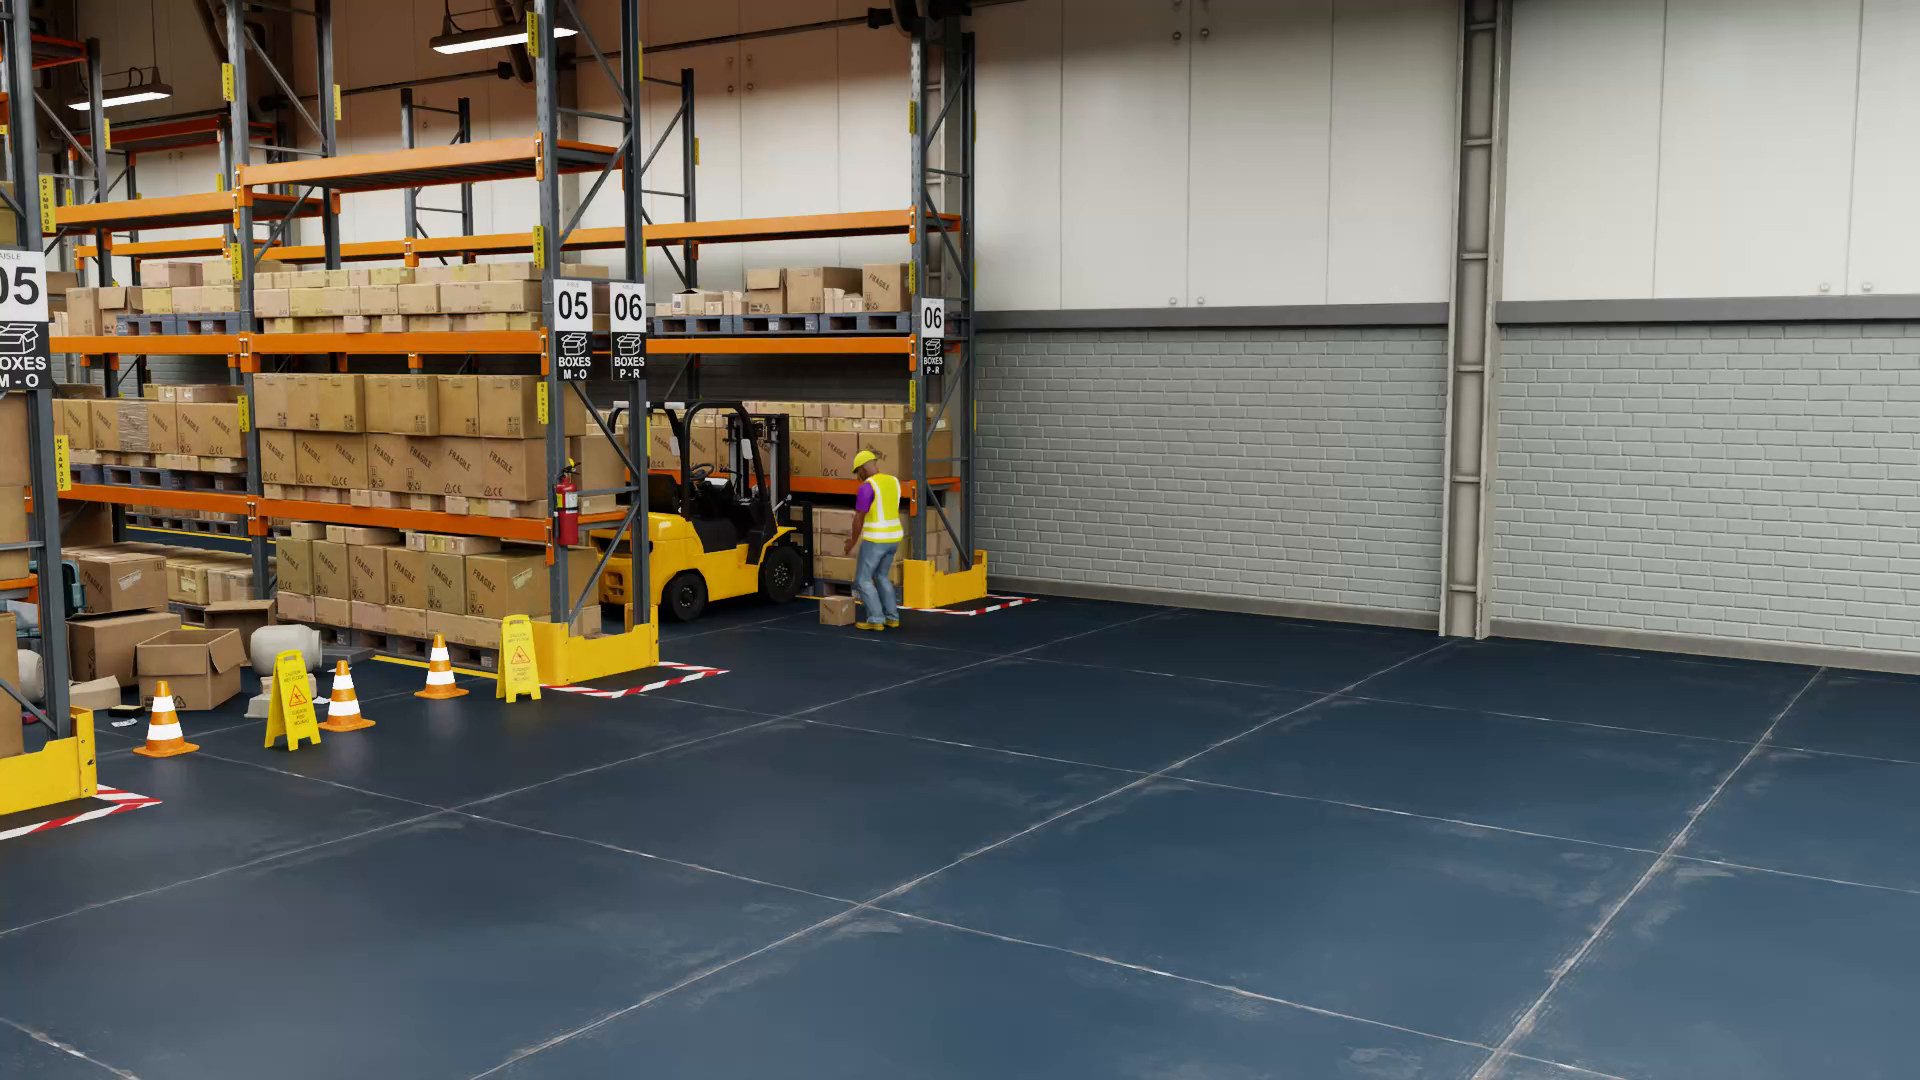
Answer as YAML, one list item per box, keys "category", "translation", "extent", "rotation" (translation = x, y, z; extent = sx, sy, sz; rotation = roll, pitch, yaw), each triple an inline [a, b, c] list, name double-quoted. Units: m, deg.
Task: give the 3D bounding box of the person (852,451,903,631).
- category: "person"
  translation: [-0.814, 0.000, 15.954]
  extent: [0.471, 1.707, 0.454]
  rotation: [4, 8, 35]
